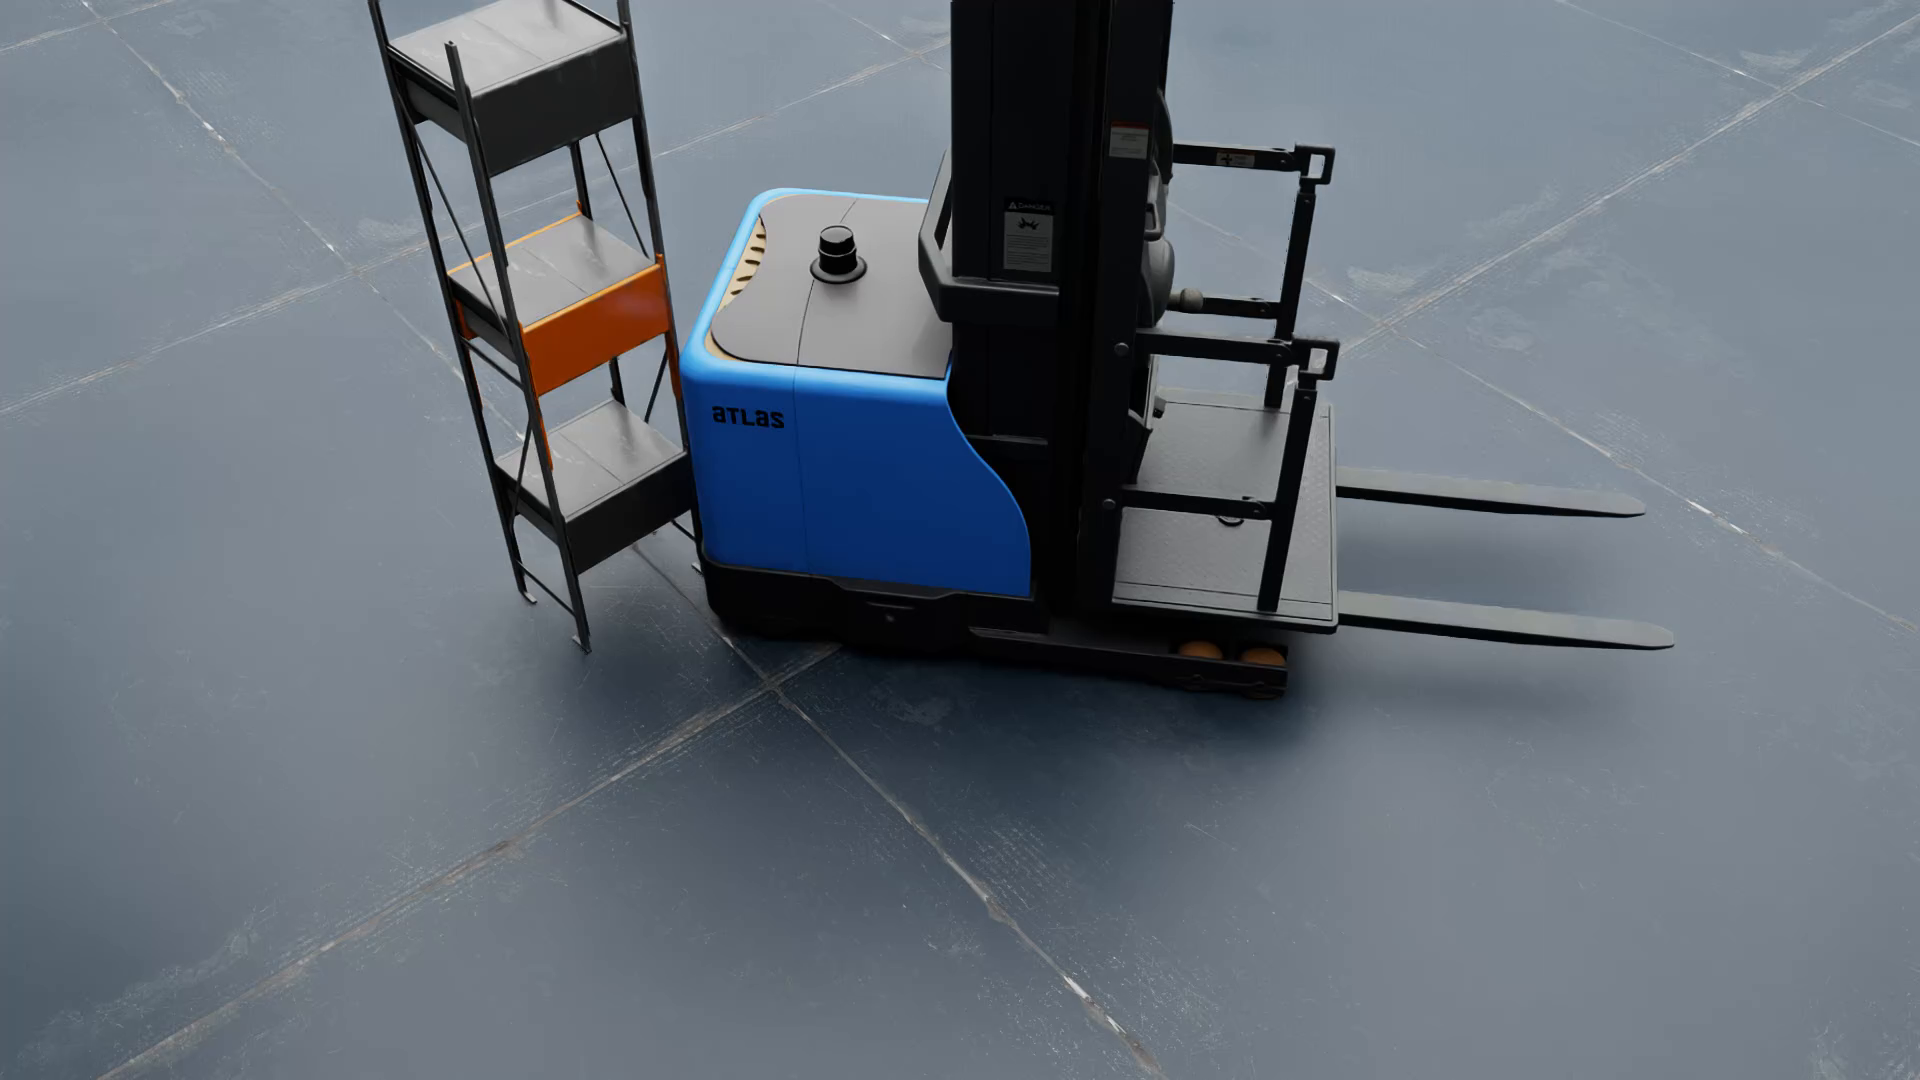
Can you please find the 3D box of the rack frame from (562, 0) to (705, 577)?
[{"bbox_3d":[-0.985,-0.733,4.997,0.015,2.100,0.400,-34,53,-31],"label":"rack frame"}]

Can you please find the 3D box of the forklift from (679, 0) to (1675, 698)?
[{"bbox_3d":[0.738,-0.964,4.636,3.031,2.935,1.130,6,44,6],"label":"forklift"}]

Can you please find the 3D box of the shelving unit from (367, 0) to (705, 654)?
[{"bbox_3d":[-1.159,-0.617,4.873,0.503,2.100,0.431,-34,53,-31],"label":"shelving unit"}]

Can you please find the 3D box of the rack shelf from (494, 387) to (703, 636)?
[{"bbox_3d":[-1.159,-0.096,5.361,0.480,0.518,0.431,-34,53,-31],"label":"rack shelf"}]

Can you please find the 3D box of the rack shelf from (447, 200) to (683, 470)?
[{"bbox_3d":[-1.159,-0.607,4.882,0.480,0.518,0.431,-34,53,-31],"label":"rack shelf"}]

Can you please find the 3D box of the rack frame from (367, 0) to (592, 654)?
[{"bbox_3d":[-1.334,-0.500,4.748,0.015,2.100,0.400,-34,53,-31],"label":"rack frame"}]

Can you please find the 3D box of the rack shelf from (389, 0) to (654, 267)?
[{"bbox_3d":[-1.159,-1.117,4.403,0.480,0.518,0.431,-34,53,-31],"label":"rack shelf"}]
